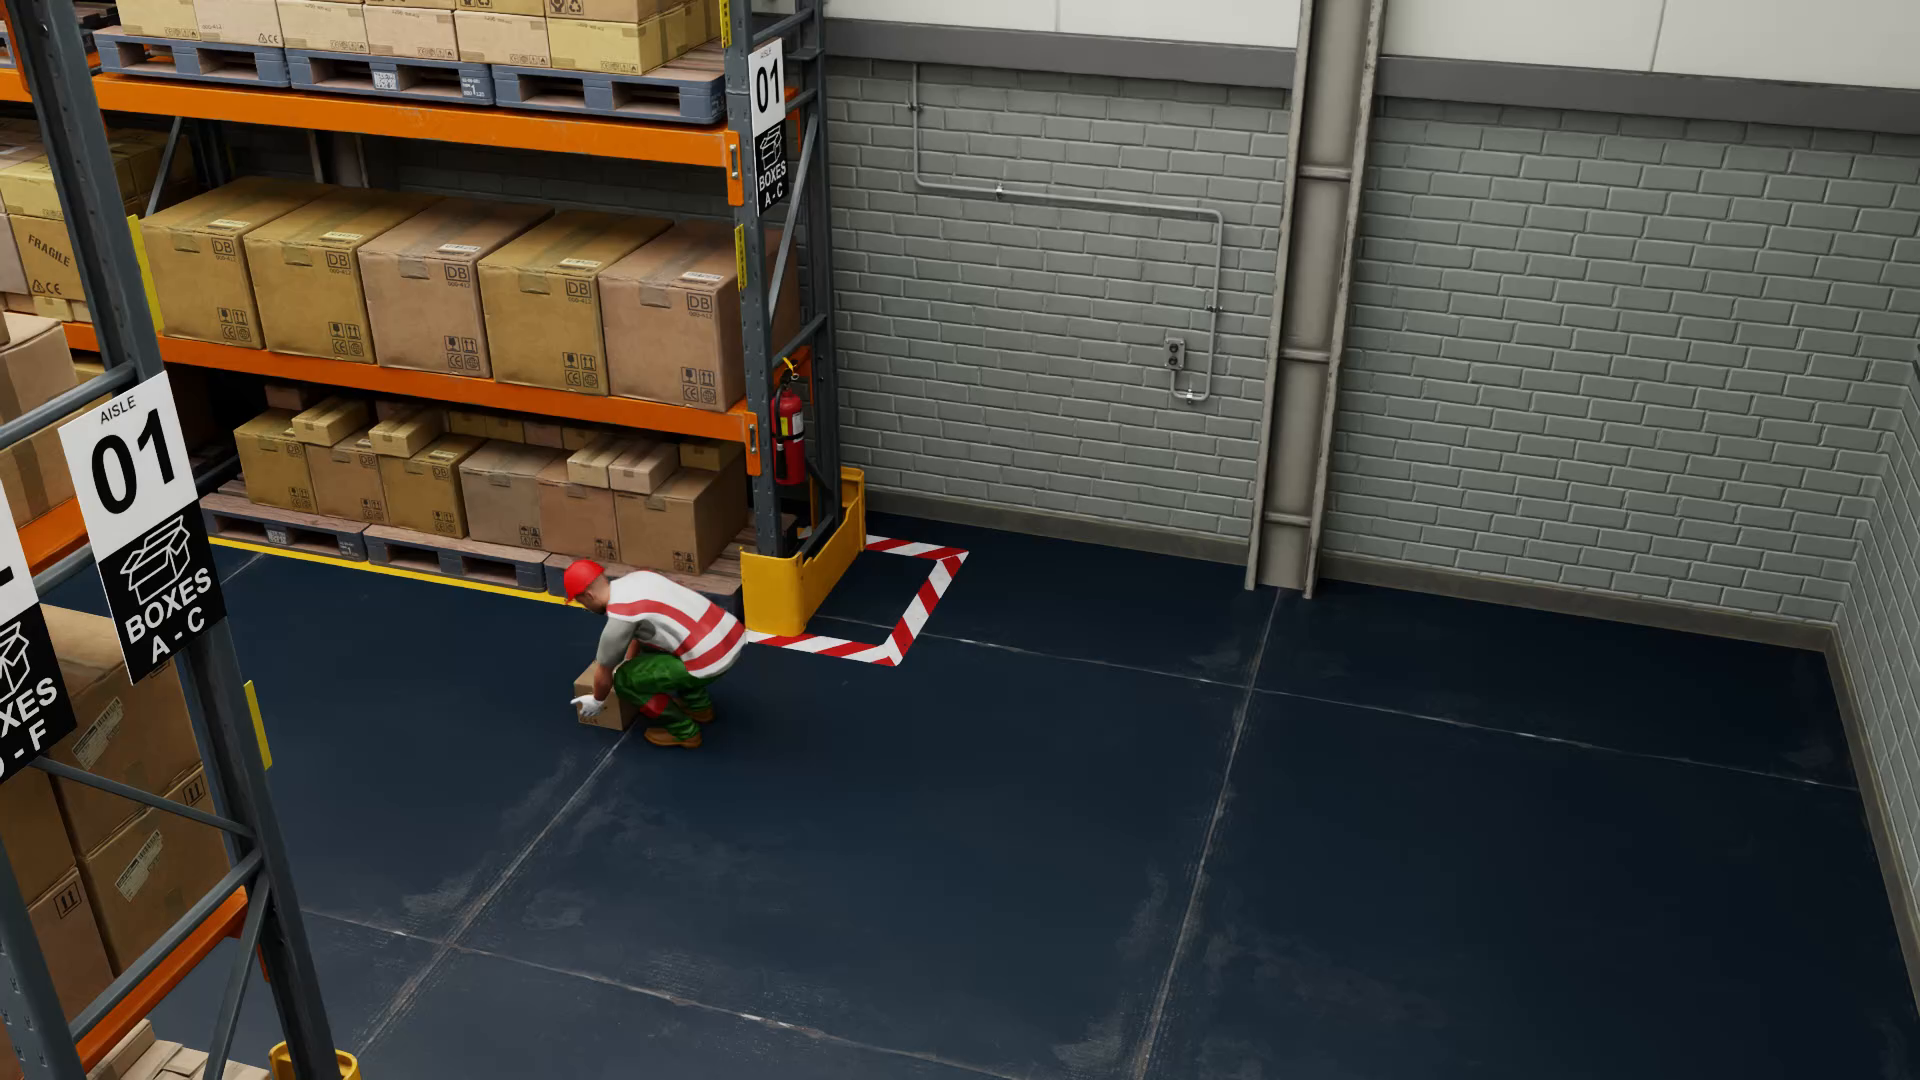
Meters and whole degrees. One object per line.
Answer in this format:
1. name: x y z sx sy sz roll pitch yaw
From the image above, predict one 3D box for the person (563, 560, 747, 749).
1. person: -1.528 0.555 8.349 0.881 0.955 0.566 8 30 15
